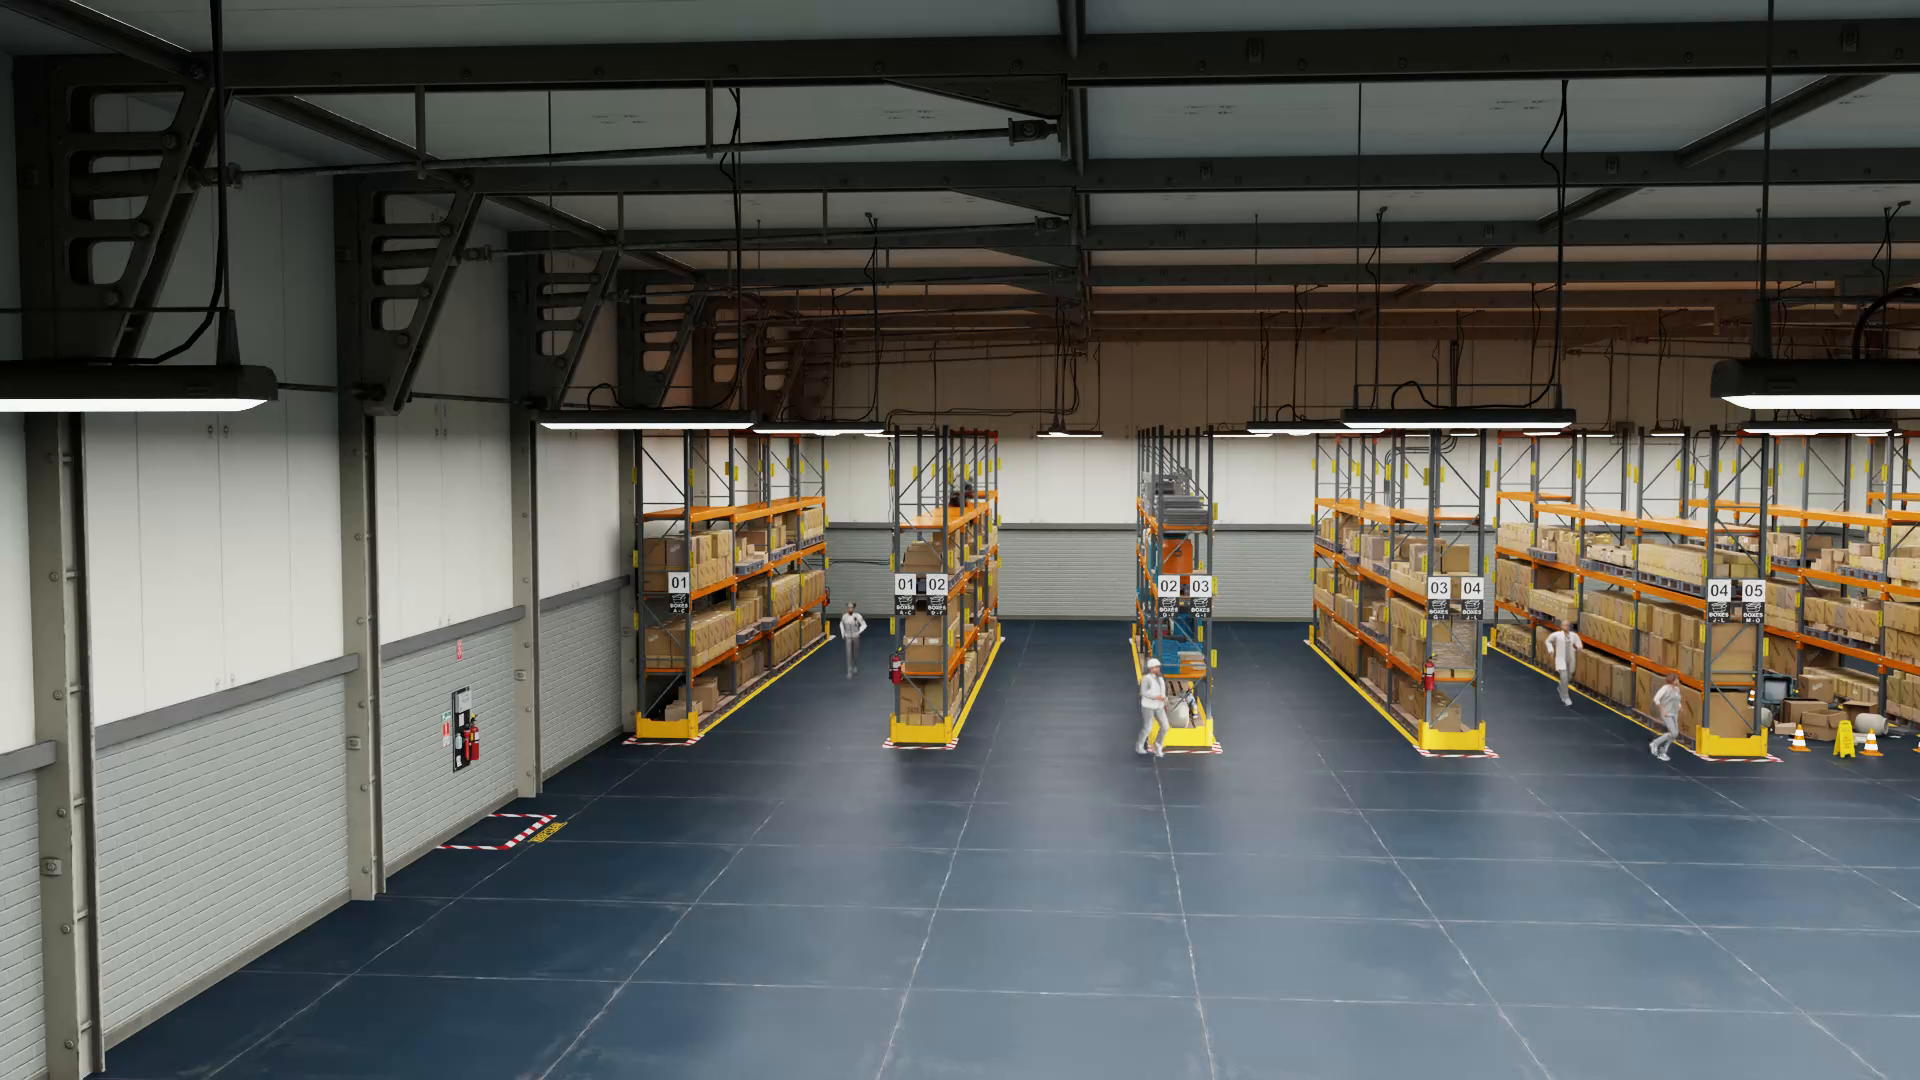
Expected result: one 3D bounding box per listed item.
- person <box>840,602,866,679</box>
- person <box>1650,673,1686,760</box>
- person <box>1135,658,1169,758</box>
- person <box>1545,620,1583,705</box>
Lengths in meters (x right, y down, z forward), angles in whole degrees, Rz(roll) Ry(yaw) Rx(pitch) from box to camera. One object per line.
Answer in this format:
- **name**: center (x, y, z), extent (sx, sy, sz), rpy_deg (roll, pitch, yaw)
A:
- **person**: center (-2.473, 2.293, 38.457), extent (0.635, 1.761, 0.690), rpy_deg (0, 3, 6)
- **person**: center (12.744, 3.157, 29.830), extent (0.540, 1.553, 0.513), rpy_deg (-2, 4, -34)
- **person**: center (3.515, 3.047, 30.040), extent (0.680, 1.824, 0.716), rpy_deg (-3, 4, -36)
- **person**: center (13.149, 2.633, 36.124), extent (0.695, 1.781, 1.045), rpy_deg (0, 3, -2)
